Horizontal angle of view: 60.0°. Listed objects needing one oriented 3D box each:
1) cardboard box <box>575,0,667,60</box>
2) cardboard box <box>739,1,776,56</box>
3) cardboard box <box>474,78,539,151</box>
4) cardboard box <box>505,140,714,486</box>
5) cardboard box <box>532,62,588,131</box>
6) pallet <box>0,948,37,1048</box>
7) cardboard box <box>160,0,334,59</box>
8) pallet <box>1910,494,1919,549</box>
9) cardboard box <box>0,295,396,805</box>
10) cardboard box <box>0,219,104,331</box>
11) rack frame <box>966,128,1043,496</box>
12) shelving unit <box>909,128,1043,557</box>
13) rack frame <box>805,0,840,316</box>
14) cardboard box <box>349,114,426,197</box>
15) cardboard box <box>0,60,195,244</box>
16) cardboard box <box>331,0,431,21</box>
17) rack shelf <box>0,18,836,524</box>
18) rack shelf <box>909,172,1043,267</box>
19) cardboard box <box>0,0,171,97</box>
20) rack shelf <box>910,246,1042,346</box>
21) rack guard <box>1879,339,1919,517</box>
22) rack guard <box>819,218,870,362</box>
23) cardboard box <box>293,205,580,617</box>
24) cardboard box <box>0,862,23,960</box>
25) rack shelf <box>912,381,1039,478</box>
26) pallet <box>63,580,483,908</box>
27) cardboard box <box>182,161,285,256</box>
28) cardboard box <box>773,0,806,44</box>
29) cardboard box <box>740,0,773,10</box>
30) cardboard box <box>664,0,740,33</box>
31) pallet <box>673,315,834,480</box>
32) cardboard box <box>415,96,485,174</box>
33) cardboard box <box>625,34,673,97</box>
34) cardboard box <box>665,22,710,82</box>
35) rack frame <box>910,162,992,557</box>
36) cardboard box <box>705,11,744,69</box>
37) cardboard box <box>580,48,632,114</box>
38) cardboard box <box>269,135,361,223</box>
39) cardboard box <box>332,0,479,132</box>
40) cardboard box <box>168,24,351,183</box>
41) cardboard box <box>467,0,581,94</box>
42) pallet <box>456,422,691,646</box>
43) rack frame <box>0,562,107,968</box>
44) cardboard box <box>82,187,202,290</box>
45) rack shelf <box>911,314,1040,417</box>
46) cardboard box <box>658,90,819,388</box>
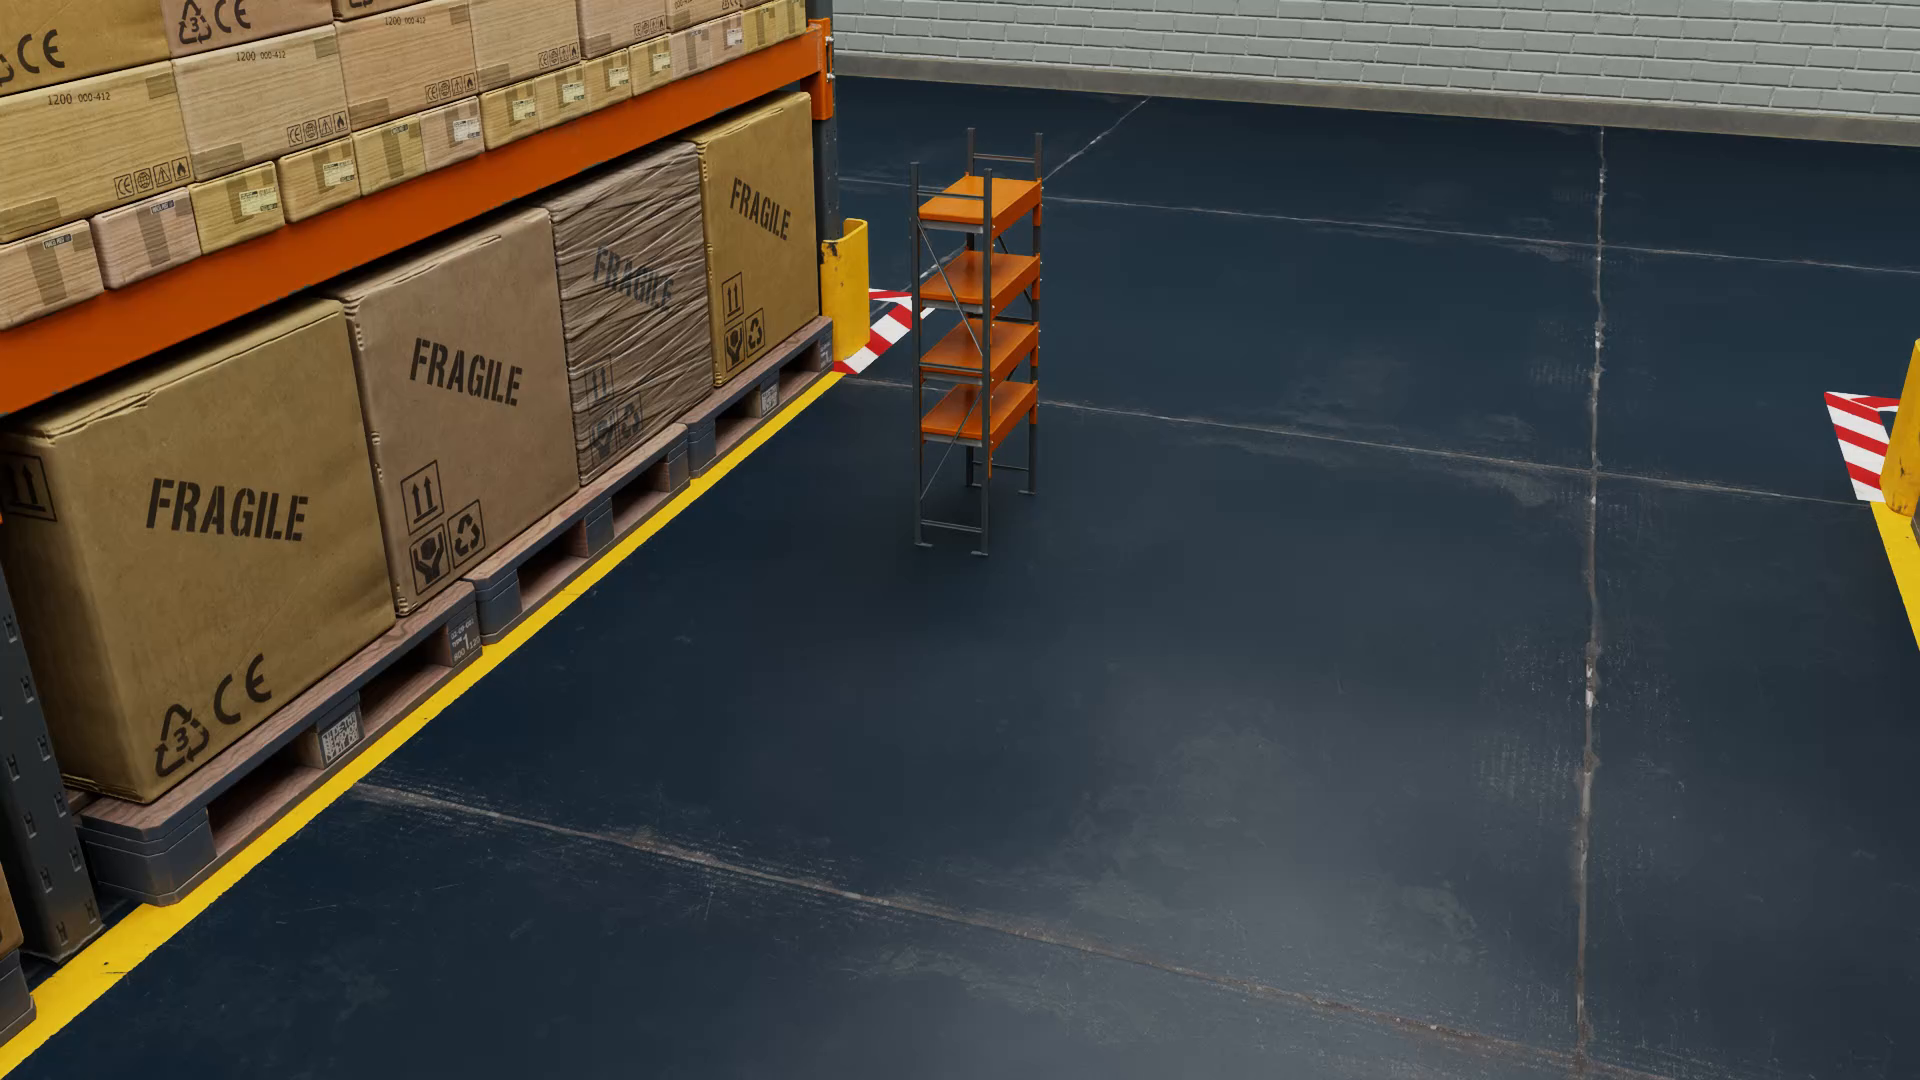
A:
[{"bbox_3d":[-1.225,-1.622,4.988,0.500,0.250,0.500,8,27,16],"label":"cardboard box"},{"bbox_3d":[-0.868,-1.796,5.806,0.380,0.149,0.250,9,27,18],"label":"cardboard box"},{"bbox_3d":[-1.377,-1.168,4.508,0.380,0.149,0.250,8,27,16],"label":"cardboard box"},{"bbox_3d":[-1.416,-0.795,5.405,0.875,0.875,0.875,9,27,17],"label":"cardboard box"},{"bbox_3d":[-1.292,-1.275,4.730,0.380,0.149,0.250,9,27,18],"label":"cardboard box"},{"bbox_3d":[-2.492,1.016,2.908,1.003,0.211,1.213,9,27,17],"label":"pallet"},{"bbox_3d":[-1.735,-1.332,3.528,0.500,0.500,0.500,9,27,17],"label":"cardboard box"},{"bbox_3d":[3.339,0.165,4.666,1.003,0.211,1.213,9,27,17],"label":"pallet"},{"bbox_3d":[-2.011,-0.059,3.886,0.875,0.875,0.875,9,27,17],"label":"cardboard box"},{"bbox_3d":[-1.894,-0.527,3.184,0.380,0.149,0.250,9,27,18],"label":"cardboard box"},{"bbox_3d":[0.136,-0.708,5.336,0.240,1.200,0.015,9,27,17],"label":"rack frame"},{"bbox_3d":[0.055,-0.608,5.129,0.258,1.200,0.503,9,27,17],"label":"shelving unit"},{"bbox_3d":[-0.975,-2.210,6.373,1.000,3.000,0.127,9,27,17],"label":"rack frame"},{"bbox_3d":[-1.549,-0.957,4.072,0.380,0.149,0.250,8,27,17],"label":"cardboard box"},{"bbox_3d":[-1.903,-0.788,3.266,0.500,0.250,0.500,8,27,16],"label":"cardboard box"},{"bbox_3d":[-1.566,-1.546,3.971,0.500,0.500,0.500,8,27,16],"label":"cardboard box"},{"bbox_3d":[-1.641,-1.065,4.832,1.077,0.370,4.000,9,27,17],"label":"rack shelf"},{"bbox_3d":[0.055,-0.962,4.958,0.258,0.148,0.480,9,27,17],"label":"rack shelf"},{"bbox_3d":[-1.906,-1.130,3.113,0.500,0.500,0.500,9,27,17],"label":"cardboard box"},{"bbox_3d":[0.055,-0.749,5.061,0.258,0.148,0.480,9,27,17],"label":"rack shelf"},{"bbox_3d":[3.643,-0.293,5.282,1.175,0.500,0.348,9,27,17],"label":"rack guard"},{"bbox_3d":[-0.967,-1.095,6.938,1.175,0.500,0.348,9,27,17],"label":"rack guard"},{"bbox_3d":[-1.712,-0.429,4.650,0.875,0.875,0.875,9,27,17],"label":"cardboard box"},{"bbox_3d":[-2.501,0.467,2.800,1.225,0.875,0.875,9,27,18],"label":"cardboard box"},{"bbox_3d":[0.055,-0.369,5.245,0.258,0.148,0.480,9,27,17],"label":"rack shelf"},{"bbox_3d":[-1.980,0.387,4.208,1.003,0.211,1.213,9,27,17],"label":"pallet"},{"bbox_3d":[-1.720,-0.743,3.631,0.380,0.149,0.250,10,27,19],"label":"cardboard box"},{"bbox_3d":[-0.783,-1.903,6.027,0.380,0.149,0.250,9,27,18],"label":"cardboard box"},{"bbox_3d":[-0.886,-2.039,5.850,0.500,0.250,0.500,8,27,17],"label":"cardboard box"},{"bbox_3d":[-1.056,-1.831,5.420,0.500,0.250,0.500,8,27,17],"label":"cardboard box"},{"bbox_3d":[-1.168,-0.615,6.279,1.003,0.211,1.213,9,27,17],"label":"pallet"},{"bbox_3d":[-1.464,-1.060,4.285,0.380,0.149,0.250,9,27,18],"label":"cardboard box"},{"bbox_3d":[-1.122,-1.483,5.160,0.380,0.149,0.250,8,27,16],"label":"cardboard box"},{"bbox_3d":[-1.037,-1.590,5.381,0.380,0.149,0.250,9,27,18],"label":"cardboard box"},{"bbox_3d":[-0.026,-0.508,4.922,0.240,1.200,0.015,9,27,17],"label":"rack frame"},{"bbox_3d":[-0.953,-1.693,5.592,0.380,0.149,0.250,9,27,18],"label":"cardboard box"},{"bbox_3d":[-1.208,-1.377,4.939,0.380,0.149,0.250,9,27,18],"label":"cardboard box"},{"bbox_3d":[-1.634,-0.851,3.855,0.380,0.149,0.250,8,27,16],"label":"cardboard box"},{"bbox_3d":[-1.566,-1.205,4.128,0.500,0.250,0.500,9,27,19],"label":"cardboard box"},{"bbox_3d":[-1.733,-0.992,3.687,0.500,0.250,0.500,9,27,17],"label":"cardboard box"},{"bbox_3d":[-1.394,-1.407,4.545,0.500,0.250,0.500,9,27,18],"label":"cardboard box"},{"bbox_3d":[-1.575,-0.116,5.247,1.003,0.211,1.213,9,27,17],"label":"pallet"},{"bbox_3d":[-2.307,-0.567,2.978,1.000,3.000,0.127,9,27,17],"label":"rack frame"},{"bbox_3d":[-1.807,-0.635,3.407,0.380,0.149,0.250,8,27,16],"label":"cardboard box"},{"bbox_3d":[0.055,-0.548,5.158,0.258,0.148,0.480,9,27,17],"label":"rack shelf"},{"bbox_3d":[-1.113,-1.169,6.178,0.875,0.875,0.875,9,27,17],"label":"cardboard box"}]
